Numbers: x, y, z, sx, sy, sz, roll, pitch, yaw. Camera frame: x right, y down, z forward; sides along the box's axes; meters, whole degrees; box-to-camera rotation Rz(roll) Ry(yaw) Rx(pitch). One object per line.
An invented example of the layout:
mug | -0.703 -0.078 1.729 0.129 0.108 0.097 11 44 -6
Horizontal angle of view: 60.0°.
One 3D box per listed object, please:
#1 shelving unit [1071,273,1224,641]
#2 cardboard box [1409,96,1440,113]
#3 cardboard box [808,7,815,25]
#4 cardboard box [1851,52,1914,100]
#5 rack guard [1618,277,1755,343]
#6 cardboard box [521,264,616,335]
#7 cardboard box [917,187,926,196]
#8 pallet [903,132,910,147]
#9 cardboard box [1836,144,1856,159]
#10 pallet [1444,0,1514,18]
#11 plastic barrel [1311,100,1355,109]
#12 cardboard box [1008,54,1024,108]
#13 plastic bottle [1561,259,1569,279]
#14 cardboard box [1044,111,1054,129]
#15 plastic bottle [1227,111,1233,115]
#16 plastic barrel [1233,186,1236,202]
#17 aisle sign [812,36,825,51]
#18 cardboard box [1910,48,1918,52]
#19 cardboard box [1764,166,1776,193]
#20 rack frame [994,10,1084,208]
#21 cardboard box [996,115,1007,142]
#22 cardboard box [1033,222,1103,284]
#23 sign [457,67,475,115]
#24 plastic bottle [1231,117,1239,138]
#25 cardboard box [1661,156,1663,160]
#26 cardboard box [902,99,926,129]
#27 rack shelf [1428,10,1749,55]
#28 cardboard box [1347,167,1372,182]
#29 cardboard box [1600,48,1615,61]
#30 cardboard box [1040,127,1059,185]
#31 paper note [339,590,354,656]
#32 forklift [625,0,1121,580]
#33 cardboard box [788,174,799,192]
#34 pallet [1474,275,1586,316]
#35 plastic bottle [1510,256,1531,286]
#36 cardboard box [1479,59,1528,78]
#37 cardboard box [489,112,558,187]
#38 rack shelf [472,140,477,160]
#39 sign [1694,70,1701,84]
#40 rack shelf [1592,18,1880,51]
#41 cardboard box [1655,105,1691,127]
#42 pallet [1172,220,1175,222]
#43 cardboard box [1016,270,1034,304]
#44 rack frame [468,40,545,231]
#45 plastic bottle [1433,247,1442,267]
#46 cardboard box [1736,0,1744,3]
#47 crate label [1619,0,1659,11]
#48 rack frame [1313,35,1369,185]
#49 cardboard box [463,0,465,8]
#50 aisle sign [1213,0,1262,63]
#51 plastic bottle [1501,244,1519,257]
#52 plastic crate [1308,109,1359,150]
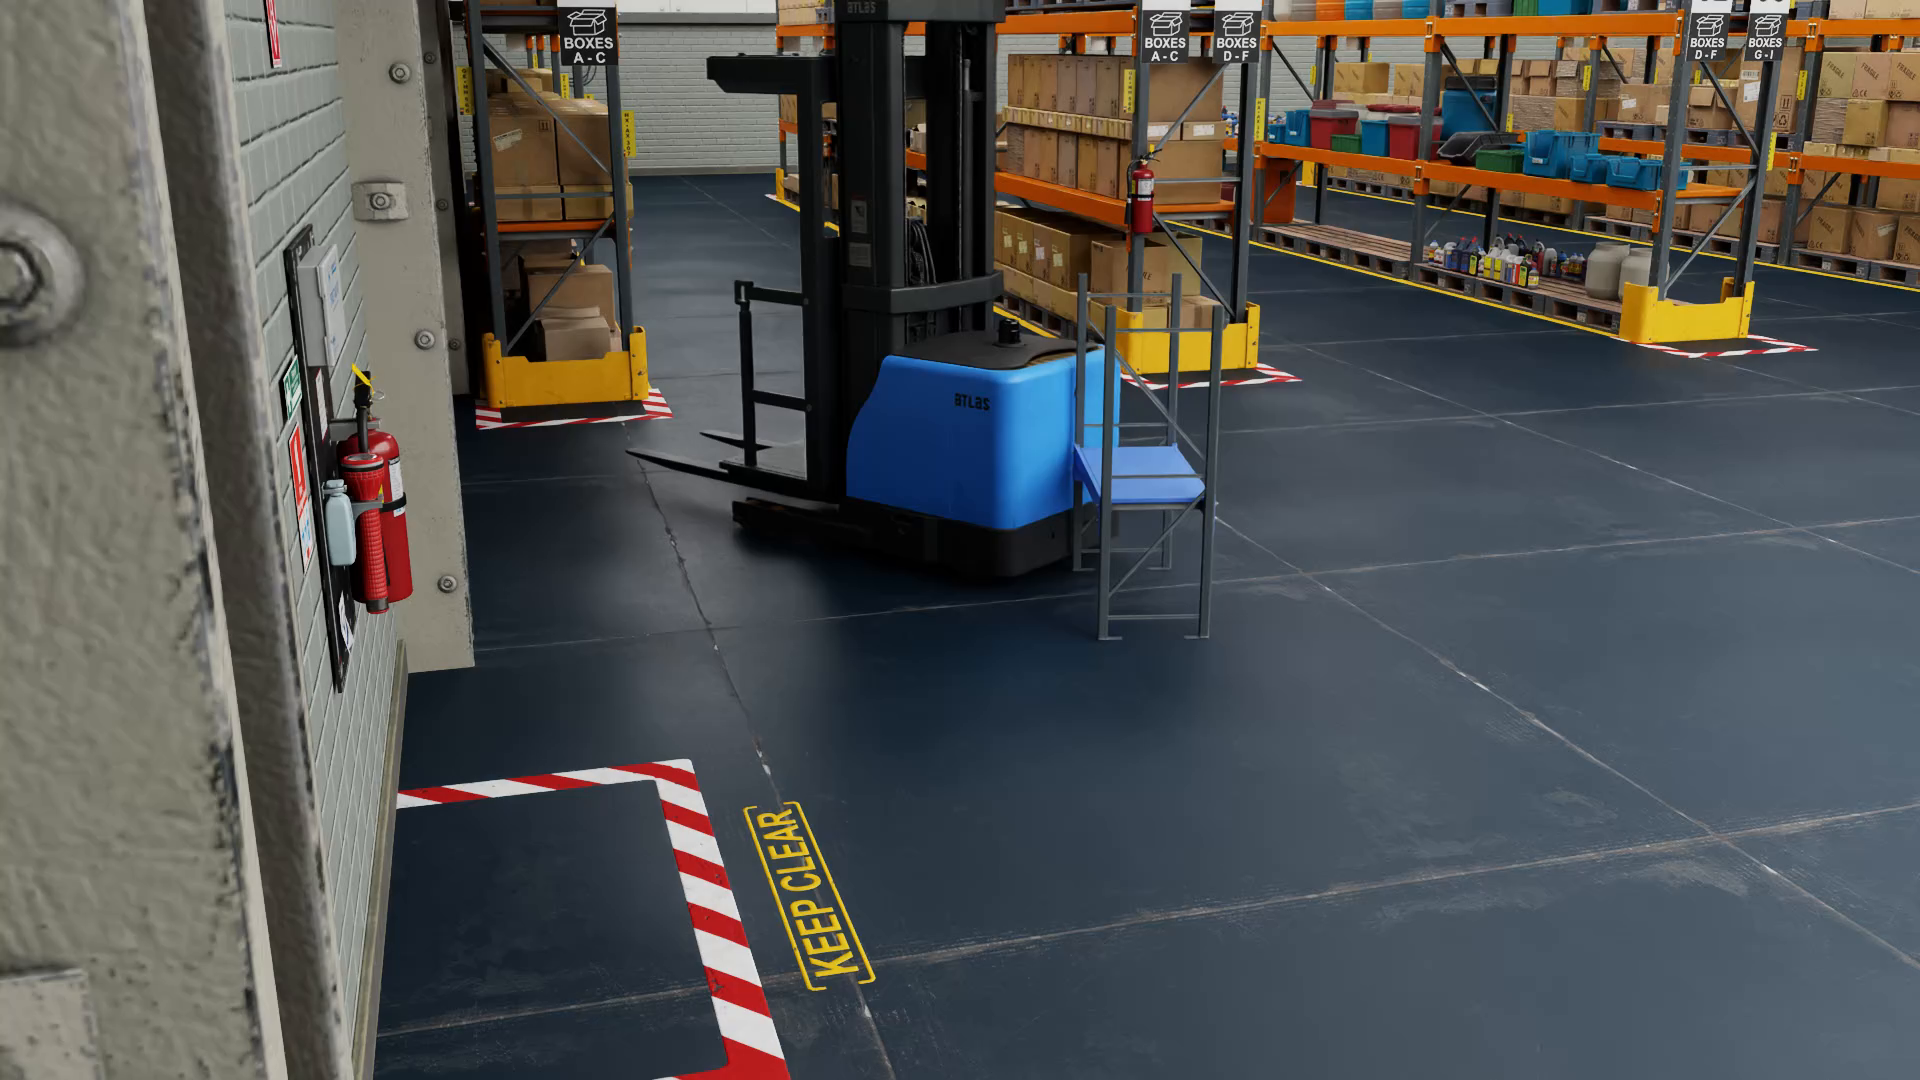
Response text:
shelving unit | 0.843 -0.420 7.742 0.538 1.500 1.048 -1 17 -3
cardboard box | 7.702 -7.136 27.239 0.500 0.250 0.500 -5 17 -16
cardboard box | -1.967 -7.799 24.750 0.500 0.250 0.500 -5 17 -15
cardboard box | 10.293 -5.138 18.413 0.500 0.500 0.500 -5 17 -15
rack guard | 6.545 -2.074 14.986 1.175 0.500 0.348 -5 17 -15
cardboard box | -3.328 -2.047 14.132 0.700 0.500 0.500 -6 18 -19
cardboard box | -0.350 -4.382 21.907 0.500 0.500 0.500 -5 18 -17
pallet | -0.604 -5.166 21.269 1.213 0.211 1.003 -5 17 -15
cardboard box | 10.196 -4.411 18.858 0.380 0.149 0.250 -5 17 -15
pallet | 5.804 -5.514 17.209 1.213 0.211 1.003 -5 17 -15
plastic barrel | 4.832 -5.427 21.568 0.600 0.536 0.708 -5 17 -15
cardboard box | 0.877 -4.516 16.344 0.700 0.500 0.500 -5 17 -15
plastic bottle | 6.264 -2.800 17.159 0.097 0.201 0.097 0 17 0
cardboard box | 0.994 -3.882 15.360 0.380 0.149 0.250 -5 17 -17
plastic bottle | 3.972 -6.189 24.558 0.152 0.276 0.135 -5 17 -15
plastic barrel | 4.021 -4.759 23.176 0.421 0.512 0.421 0 17 0
aisle sign | -2.273 -8.577 27.772 0.394 0.787 0.004 -5 17 -15
cardboard box | 17.246 -8.727 29.751 0.380 0.149 0.250 -4 17 -14
cardboard box | 13.125 -5.817 26.718 0.500 0.500 0.500 -4 17 -14
rack frame | 0.749 -3.969 16.952 1.000 3.000 0.127 -5 17 -15
cardboard box | 0.408 -4.377 18.134 0.500 0.500 0.500 -3 17 -11
cardboard box | 0.989 -2.645 15.289 0.500 0.500 0.500 -5 17 -15
sign | -3.453 -3.138 11.622 0.100 0.325 0.005 -5 17 -15
plastic bottle | 3.761 -5.634 22.717 0.097 0.271 0.097 0 17 0
cardboard box | 12.416 -6.595 28.883 0.380 0.149 0.250 -4 17 -15
cardboard box | -0.632 -5.490 21.111 0.700 0.500 0.500 -12 20 -34
rack shelf | 6.062 -4.899 16.082 1.077 0.370 4.000 -5 17 -15
cardboard box | 7.480 -6.832 29.445 0.875 0.875 0.875 -5 17 -15
cardboard box | 11.908 -8.674 30.186 0.500 0.500 0.500 -5 17 -16
cardboard box | 1.162 -3.610 15.584 0.700 0.500 0.500 -4 17 -14
paper note | -1.664 0.227 4.513 0.016 0.148 0.142 -5 17 -15
forklift | -0.624 -1.530 8.951 3.031 2.935 1.130 13 21 37
cardboard box | -2.535 -5.871 27.299 0.500 0.250 0.500 -5 17 -15
pallet | 5.996 -2.497 16.898 1.003 0.211 1.213 -5 17 -15
plastic bottle | 5.642 -2.705 16.712 0.152 0.276 0.135 -5 17 -15
cardboard box | 8.437 -7.126 25.543 0.797 0.503 0.637 -5 17 -15
cardboard box | -3.248 -2.881 12.250 0.500 0.500 0.500 -5 17 -16
rack shelf | -5.662 -4.892 21.273 1.077 0.370 4.000 -5 17 -15
sign | 12.353 -7.698 27.861 0.100 0.325 0.005 -5 17 -15
rack shelf | 9.725 -6.397 21.069 1.077 0.370 4.000 -5 17 -15
cardboard box | 9.415 -5.505 21.596 0.500 0.250 0.500 -5 17 -17
pallet | 3.486 -5.020 25.299 1.003 0.211 1.213 -5 17 -15
cardboard box | 0.850 -2.424 15.857 0.500 0.250 0.500 -5 17 -15
rack frame | -6.212 -5.789 23.011 1.000 3.000 0.127 -5 17 -15
plastic bottle | 5.206 -3.079 18.089 0.097 0.201 0.097 0 17 0
cardboard box | 9.981 -6.837 20.375 0.797 0.503 0.637 -4 17 -13
crate label | 6.415 -5.163 15.969 0.502 0.251 0.408 -5 17 -15
rack frame | 6.977 -8.071 30.606 1.000 3.000 0.127 -5 17 -15
cardboard box | -3.429 -4.194 12.277 0.500 0.500 0.500 -5 17 -15
aisle sign | 2.160 -4.114 12.915 0.394 0.787 0.004 -5 17 -15
plastic bottle | 5.884 -3.039 17.825 0.152 0.276 0.135 -5 17 -15
plastic crate | 4.563 -5.026 20.358 0.402 0.464 0.583 -5 17 -15
